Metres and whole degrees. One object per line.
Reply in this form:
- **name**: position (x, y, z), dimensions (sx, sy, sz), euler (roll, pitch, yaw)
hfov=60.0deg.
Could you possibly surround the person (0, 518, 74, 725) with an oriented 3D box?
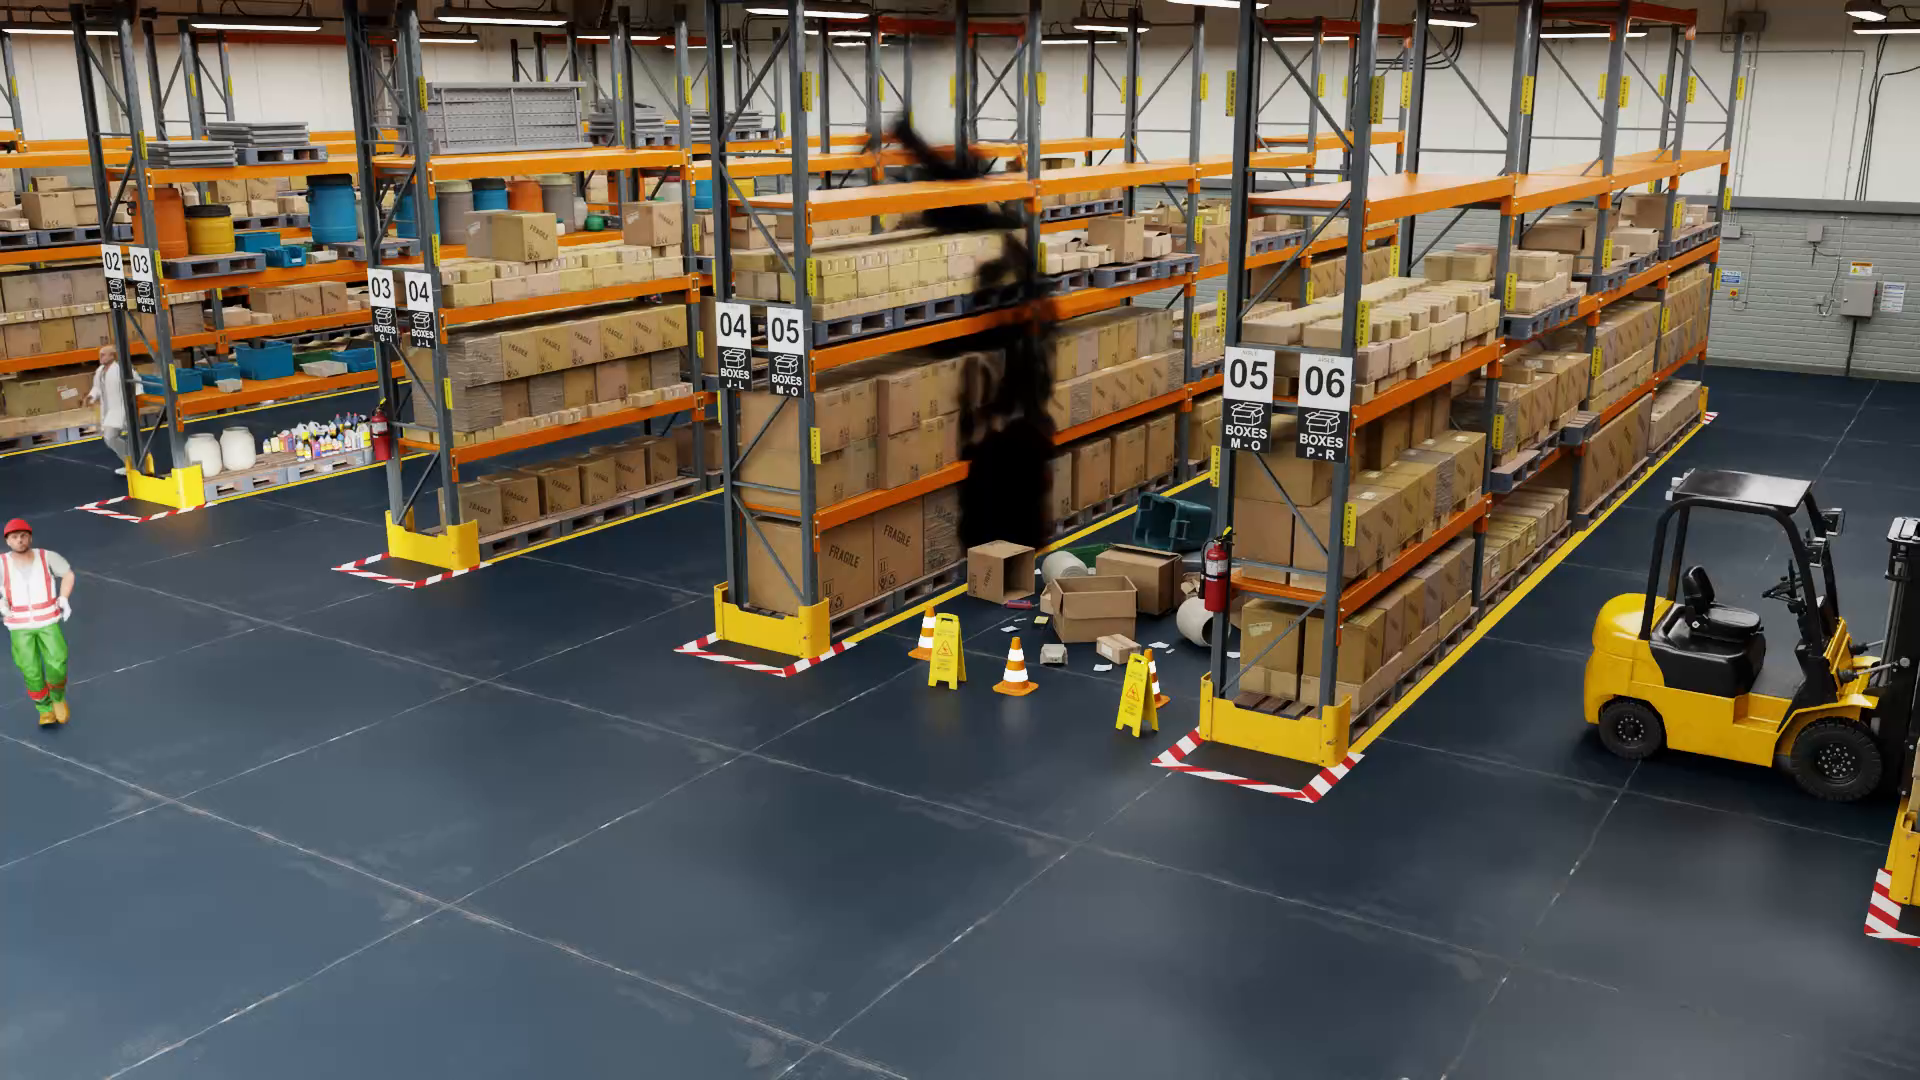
- **person**: position (-7.454, 0.694, 13.409), dimensions (0.640, 1.750, 0.604), euler (-8, 18, -27)

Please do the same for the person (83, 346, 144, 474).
- **person**: position (-11.195, -1.681, 21.993), dimensions (0.747, 1.756, 0.680), euler (8, 17, 25)
